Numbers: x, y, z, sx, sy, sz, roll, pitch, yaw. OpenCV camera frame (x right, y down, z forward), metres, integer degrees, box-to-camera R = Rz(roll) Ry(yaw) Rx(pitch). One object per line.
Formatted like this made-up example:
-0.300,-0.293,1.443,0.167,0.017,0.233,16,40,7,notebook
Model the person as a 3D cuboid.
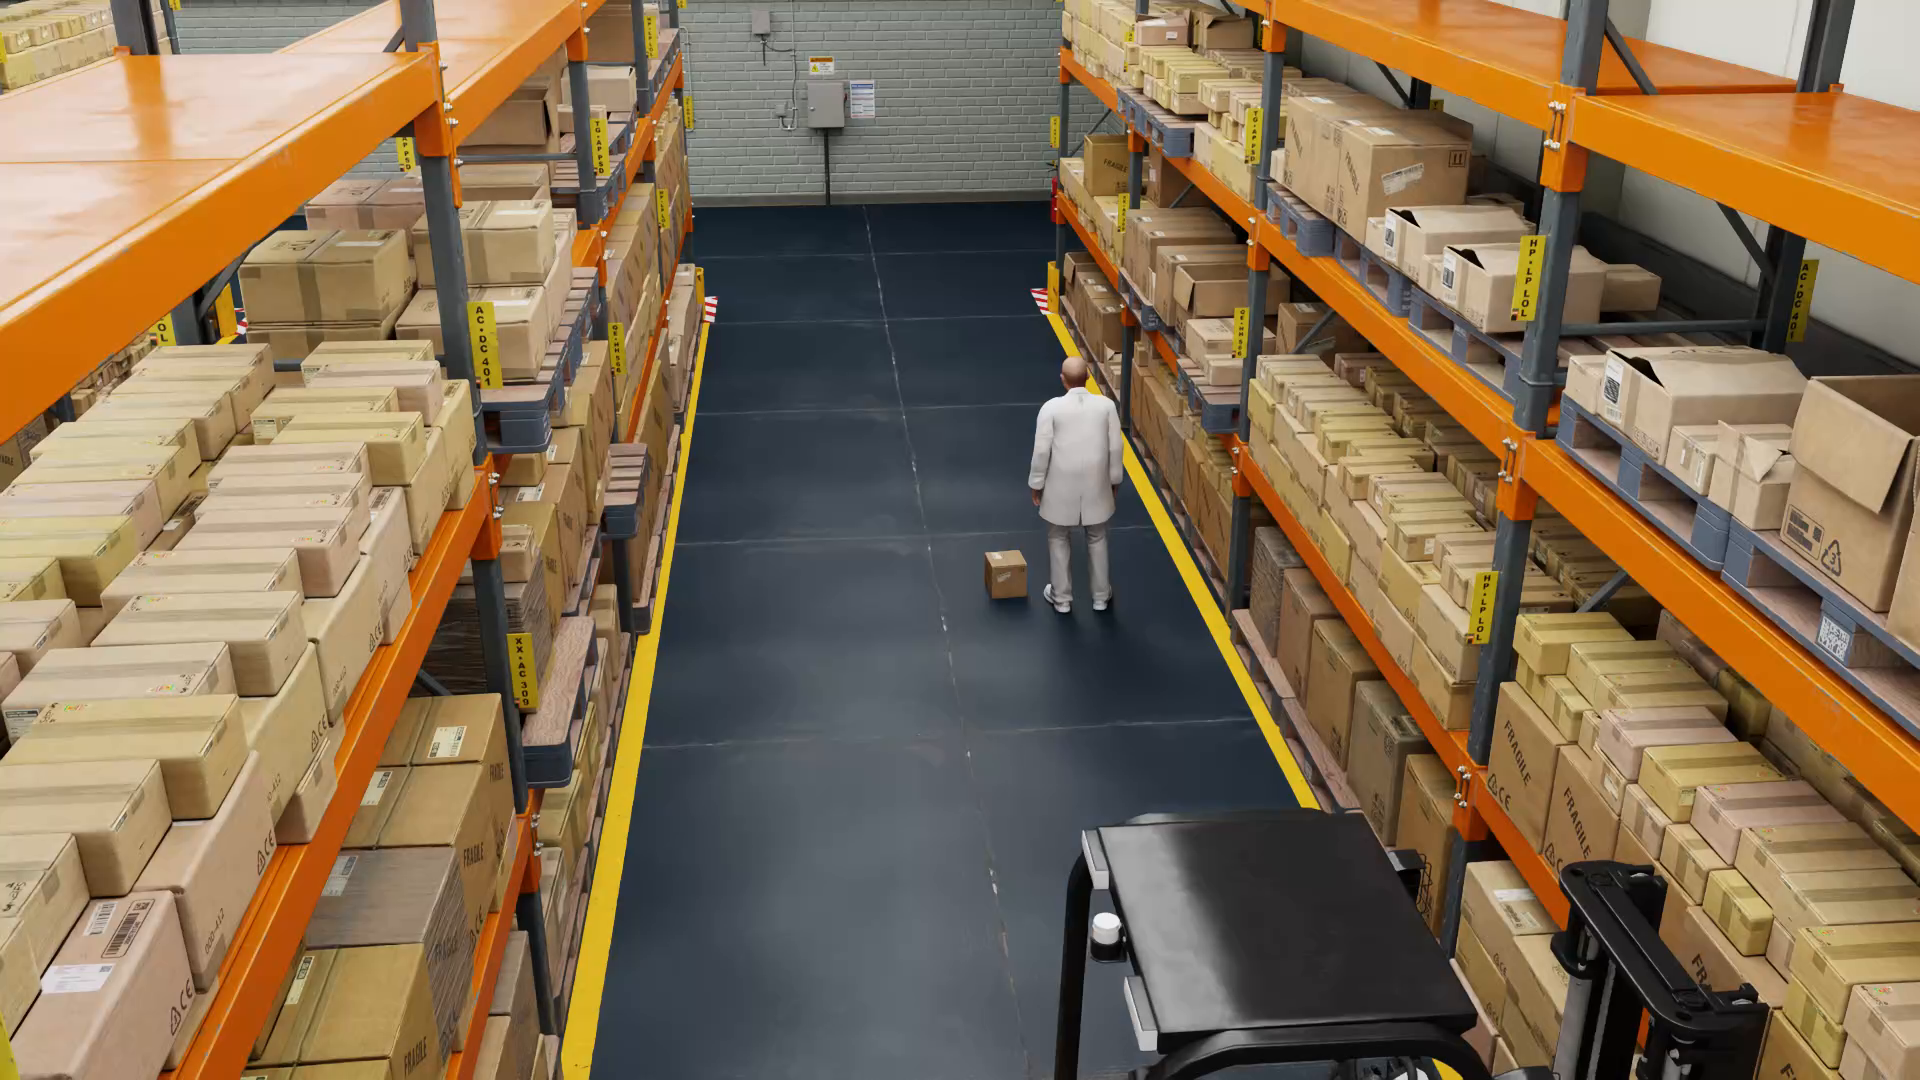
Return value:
0.781,-0.373,11.218,0.653,1.774,0.423,-3,24,-7,person
